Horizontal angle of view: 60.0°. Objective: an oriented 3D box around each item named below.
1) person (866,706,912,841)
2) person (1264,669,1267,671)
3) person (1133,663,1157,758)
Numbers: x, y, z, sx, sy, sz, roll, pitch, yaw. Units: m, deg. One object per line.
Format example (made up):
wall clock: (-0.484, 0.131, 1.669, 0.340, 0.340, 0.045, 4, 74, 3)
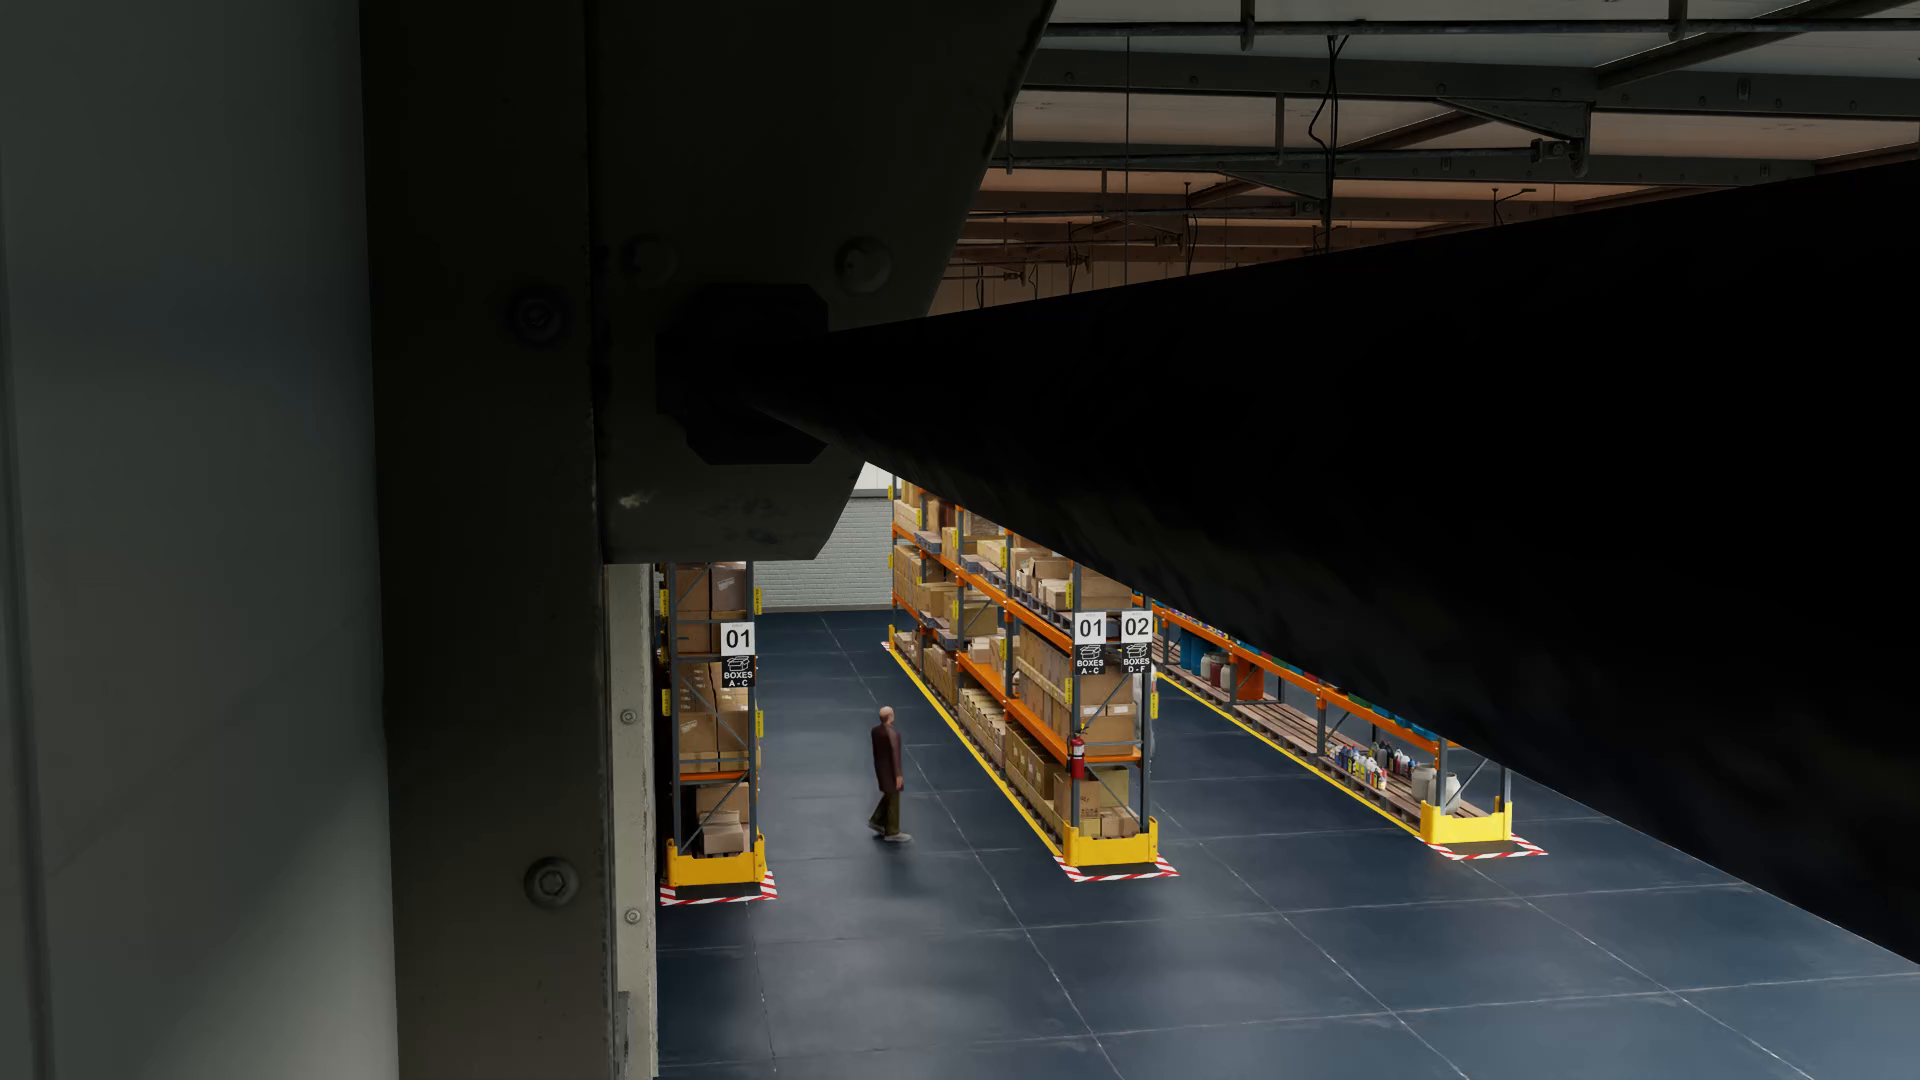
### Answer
person: (-0.924, 3.090, 21.967, 0.493, 1.806, 0.648, -3, 7, -24)
person: (6.077, 1.835, 34.068, 0.477, 1.695, 0.424, 3, 7, 22)
person: (2.915, 2.584, 26.705, 0.398, 1.816, 0.581, -3, 7, -26)
